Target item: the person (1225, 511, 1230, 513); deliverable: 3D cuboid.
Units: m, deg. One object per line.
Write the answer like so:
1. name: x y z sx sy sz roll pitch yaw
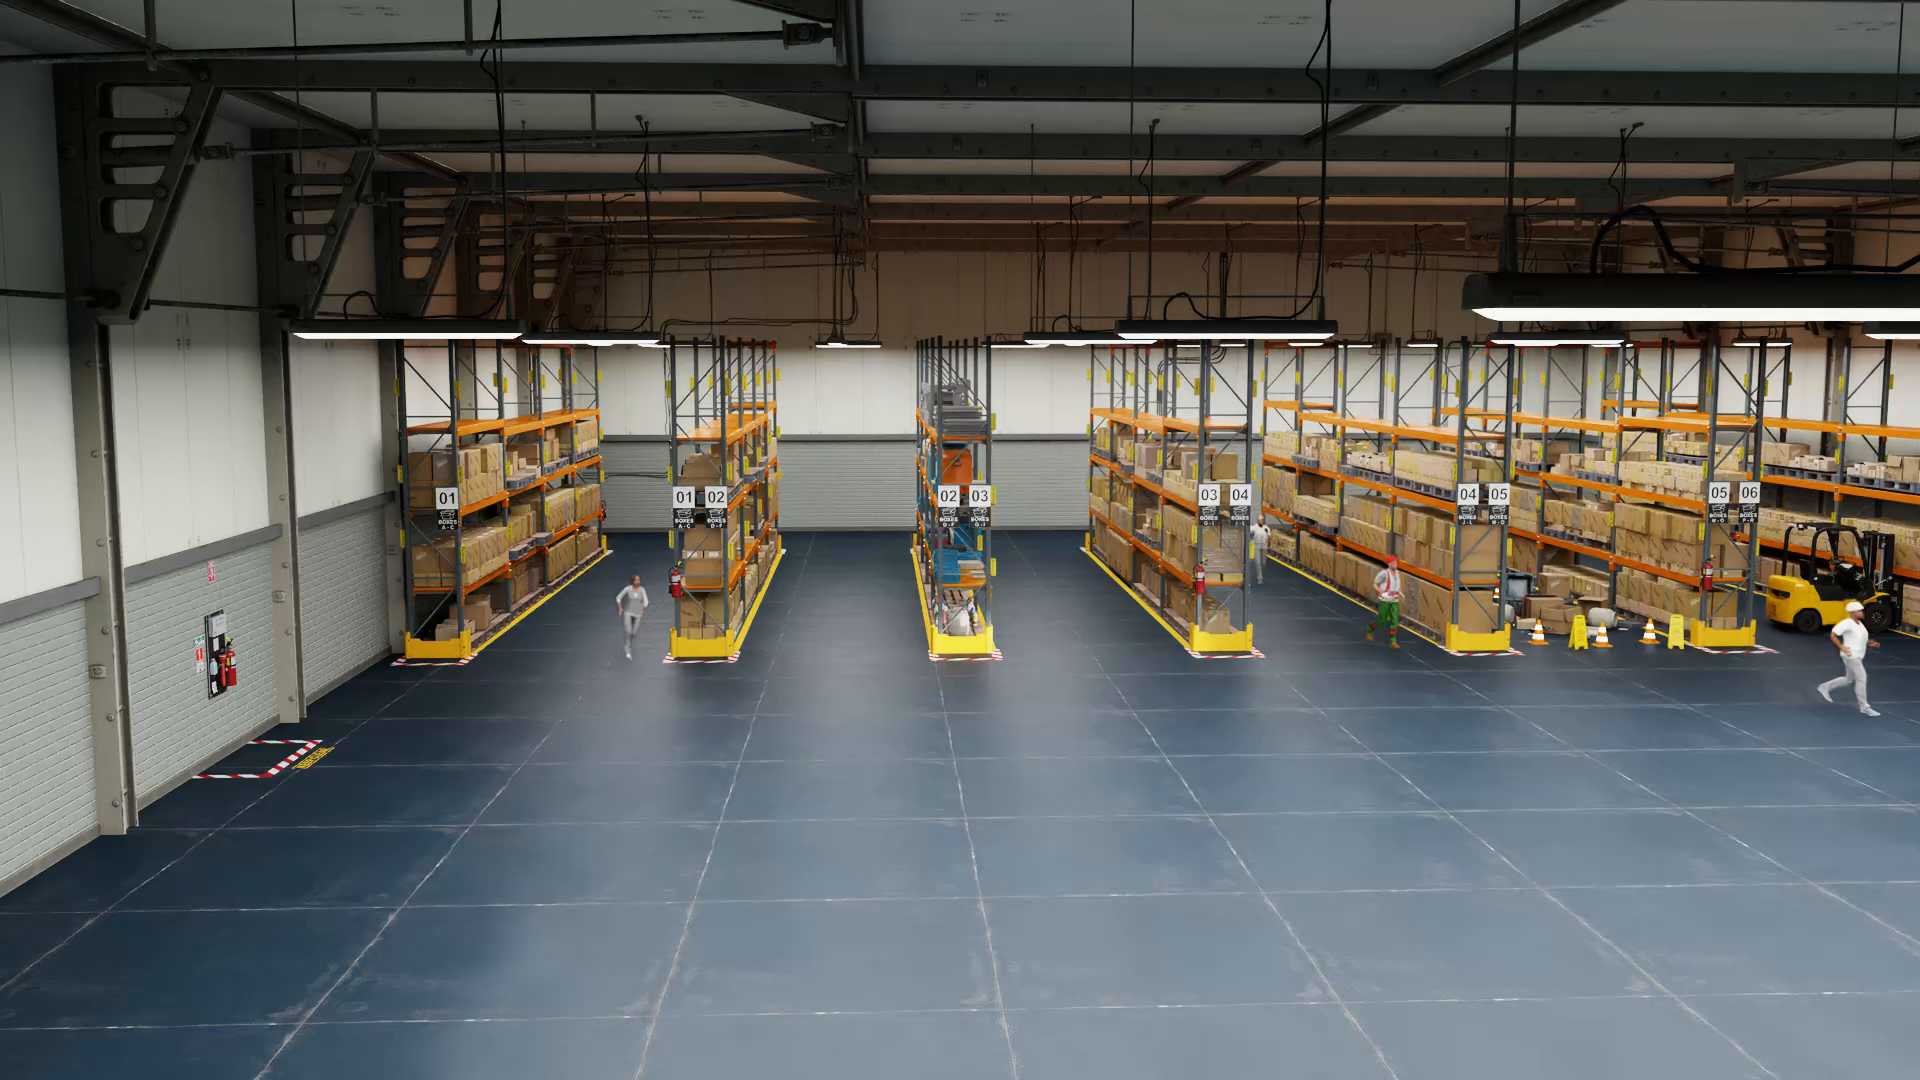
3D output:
1. person: 7.455 -0.519 47.531 0.745 1.745 0.855 3 7 26

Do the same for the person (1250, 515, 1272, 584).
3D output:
1. person: 7.431 0.219 41.175 0.617 1.668 0.818 -1 7 -6

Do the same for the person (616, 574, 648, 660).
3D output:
1. person: -6.146 1.425 31.209 0.579 1.585 0.747 -3 7 -23

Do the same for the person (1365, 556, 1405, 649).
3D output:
1. person: 8.308 1.179 32.223 0.706 1.773 0.901 -3 7 -25

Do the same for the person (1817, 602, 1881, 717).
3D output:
1. person: 14.125 1.857 26.355 0.968 1.773 0.700 6 9 44
